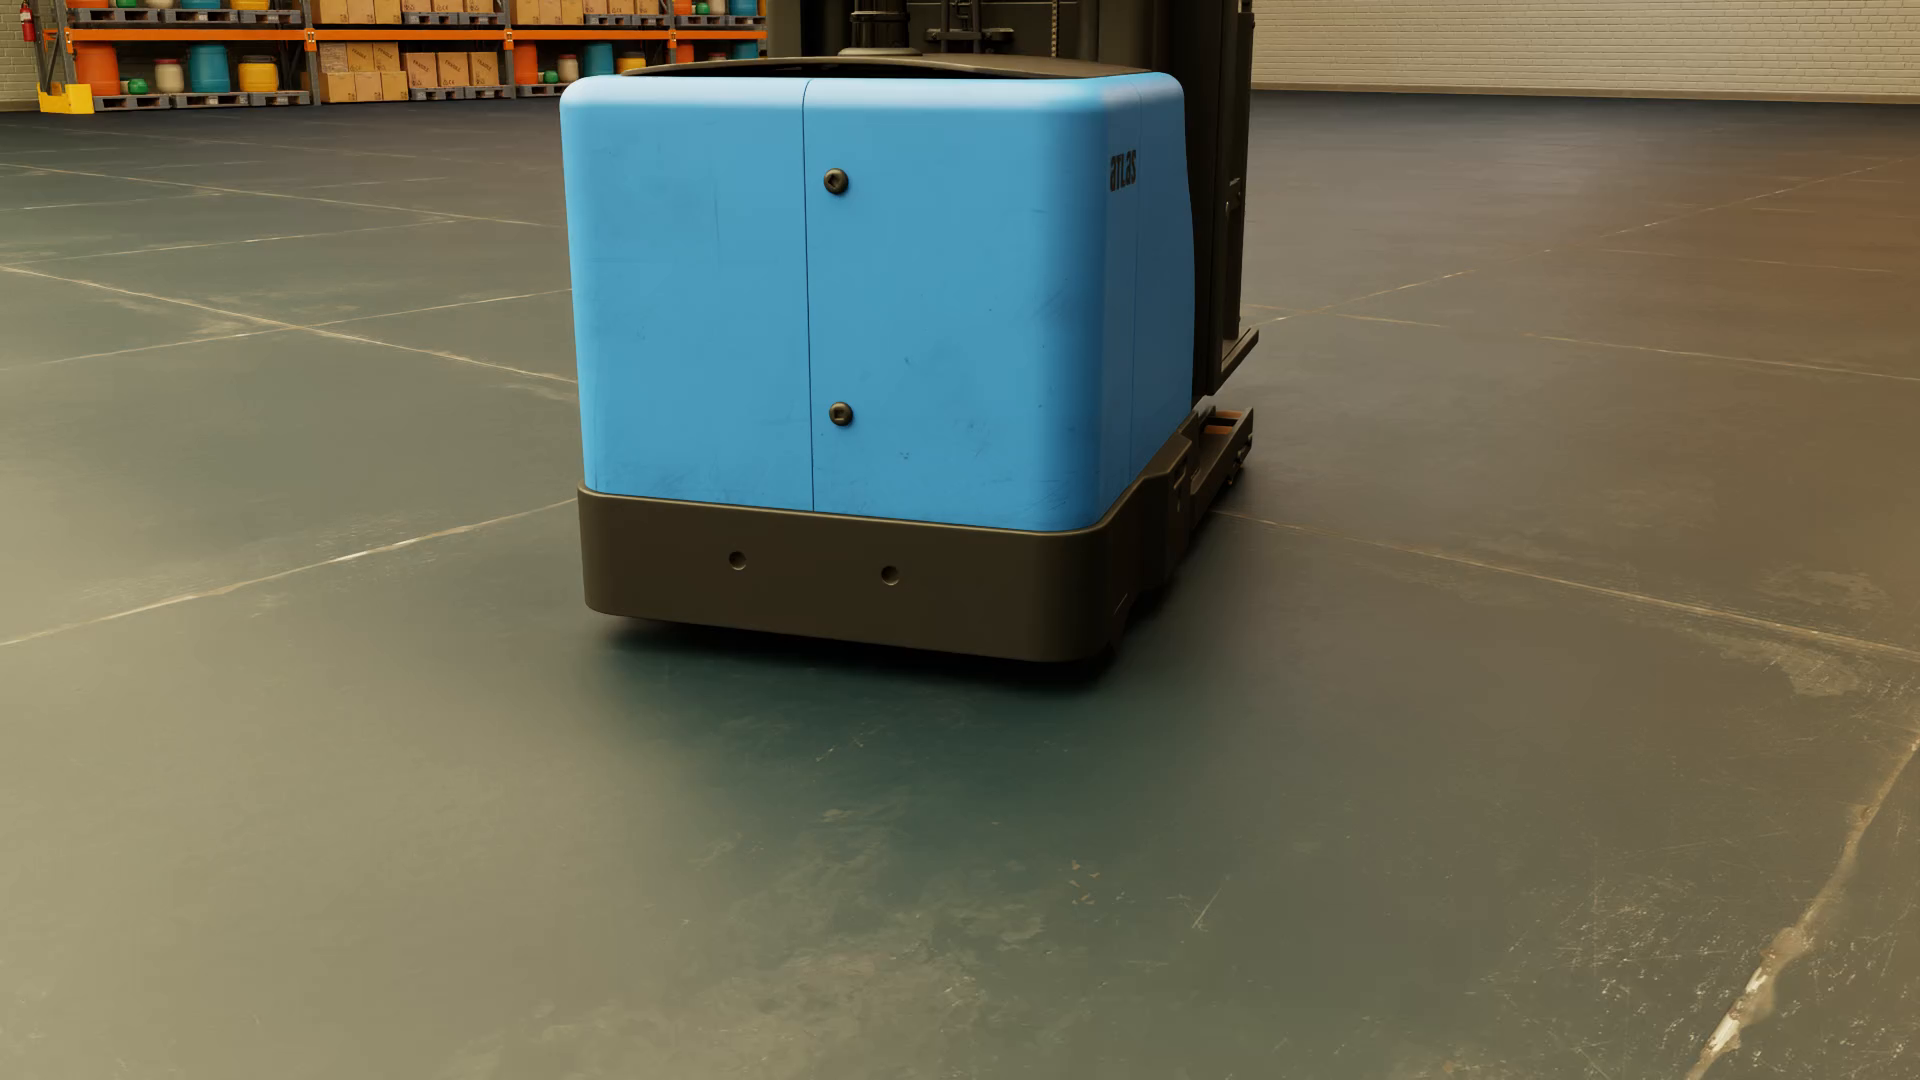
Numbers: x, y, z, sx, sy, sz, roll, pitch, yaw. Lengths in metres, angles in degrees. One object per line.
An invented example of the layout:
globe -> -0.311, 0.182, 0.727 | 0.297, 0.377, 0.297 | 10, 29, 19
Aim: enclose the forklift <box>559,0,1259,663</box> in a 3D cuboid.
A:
forklift -> 0.182, -1.571, 4.072 | 1.130, 2.935, 3.031 | 5, 18, 17
